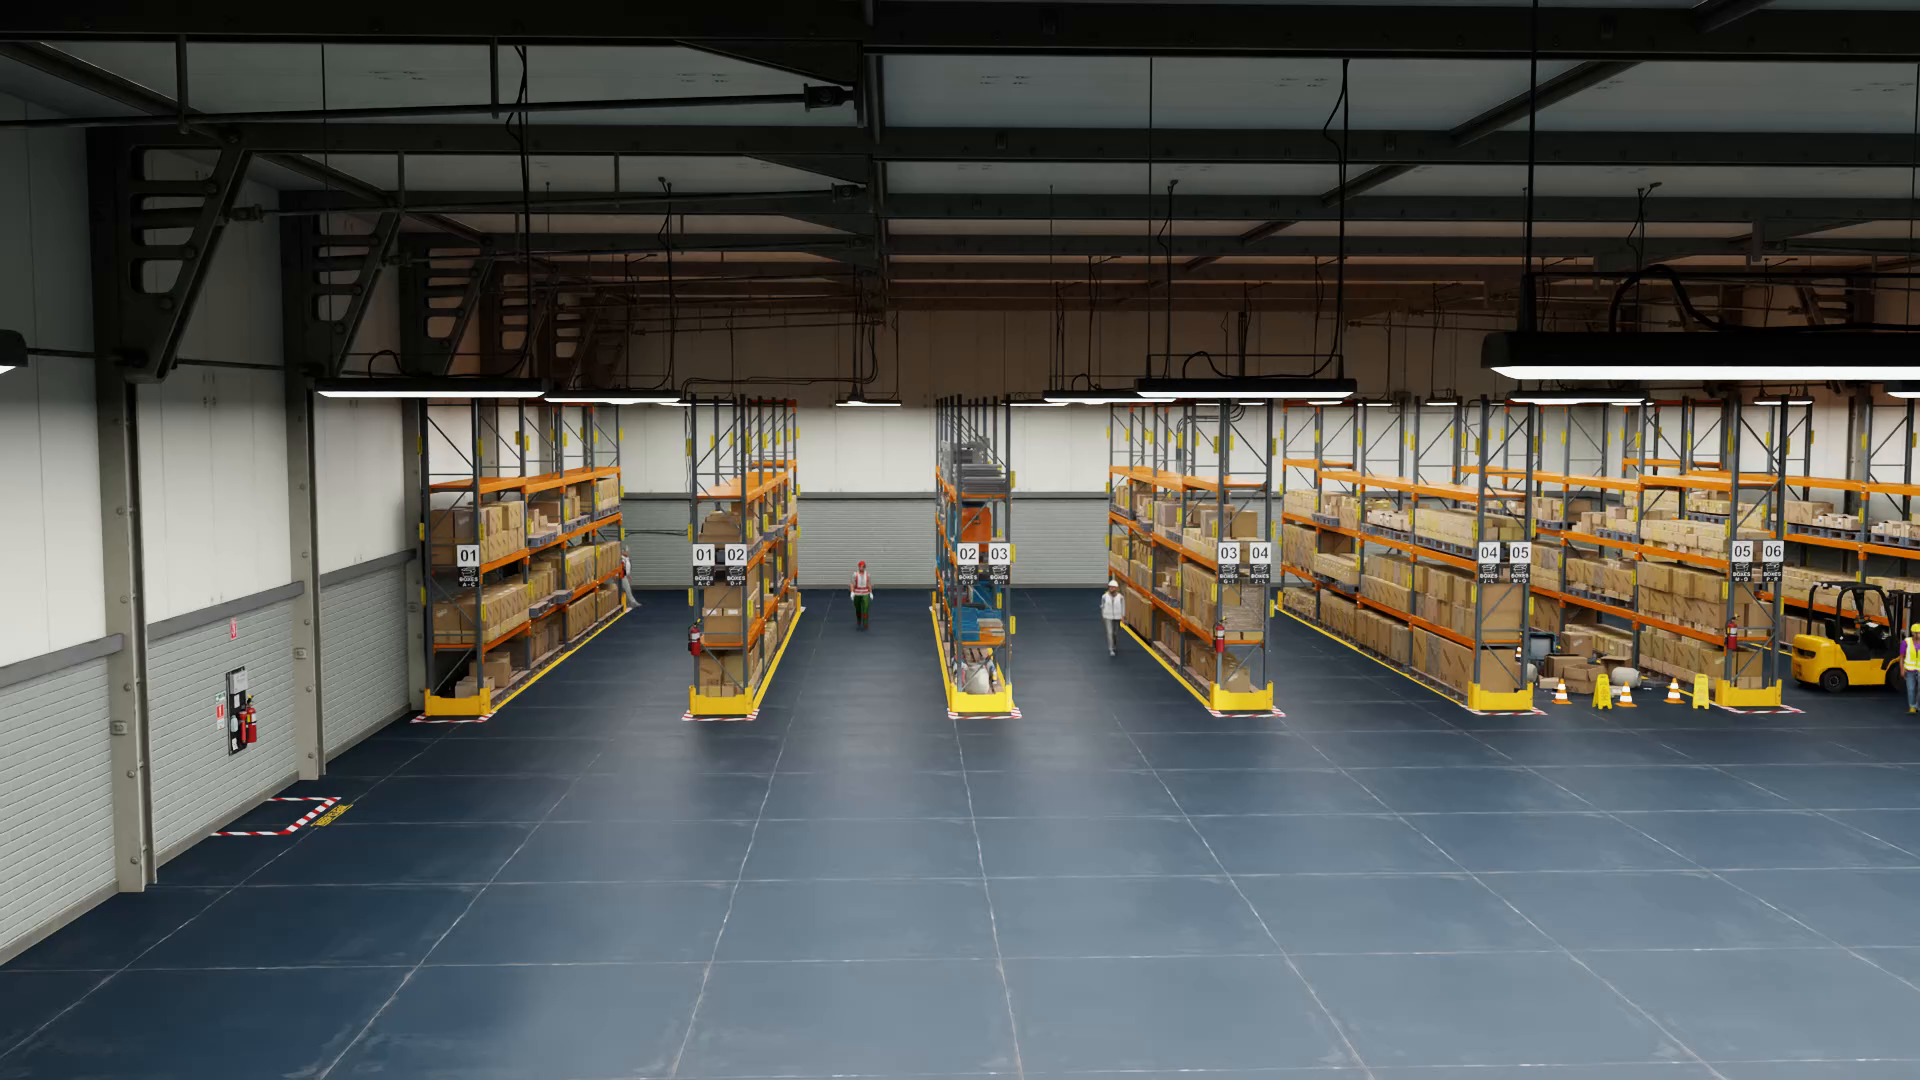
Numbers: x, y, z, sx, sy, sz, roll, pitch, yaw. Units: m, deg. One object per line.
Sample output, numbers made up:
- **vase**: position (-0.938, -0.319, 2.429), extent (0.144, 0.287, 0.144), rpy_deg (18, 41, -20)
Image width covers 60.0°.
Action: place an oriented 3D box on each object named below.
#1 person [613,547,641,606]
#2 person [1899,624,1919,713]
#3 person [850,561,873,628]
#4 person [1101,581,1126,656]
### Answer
- **person**: position (-9.718, 1.044, 48.268), extent (0.955, 1.709, 0.513), rpy_deg (0, 5, -4)
- **person**: position (17.748, 2.409, 30.850), extent (0.596, 1.709, 1.035), rpy_deg (3, 5, 34)
- **person**: position (-2.573, 1.420, 43.521), extent (0.593, 1.731, 1.093), rpy_deg (0, 5, -5)
- **person**: position (3.585, 1.804, 38.721), extent (0.533, 1.718, 1.068), rpy_deg (0, 5, -5)
